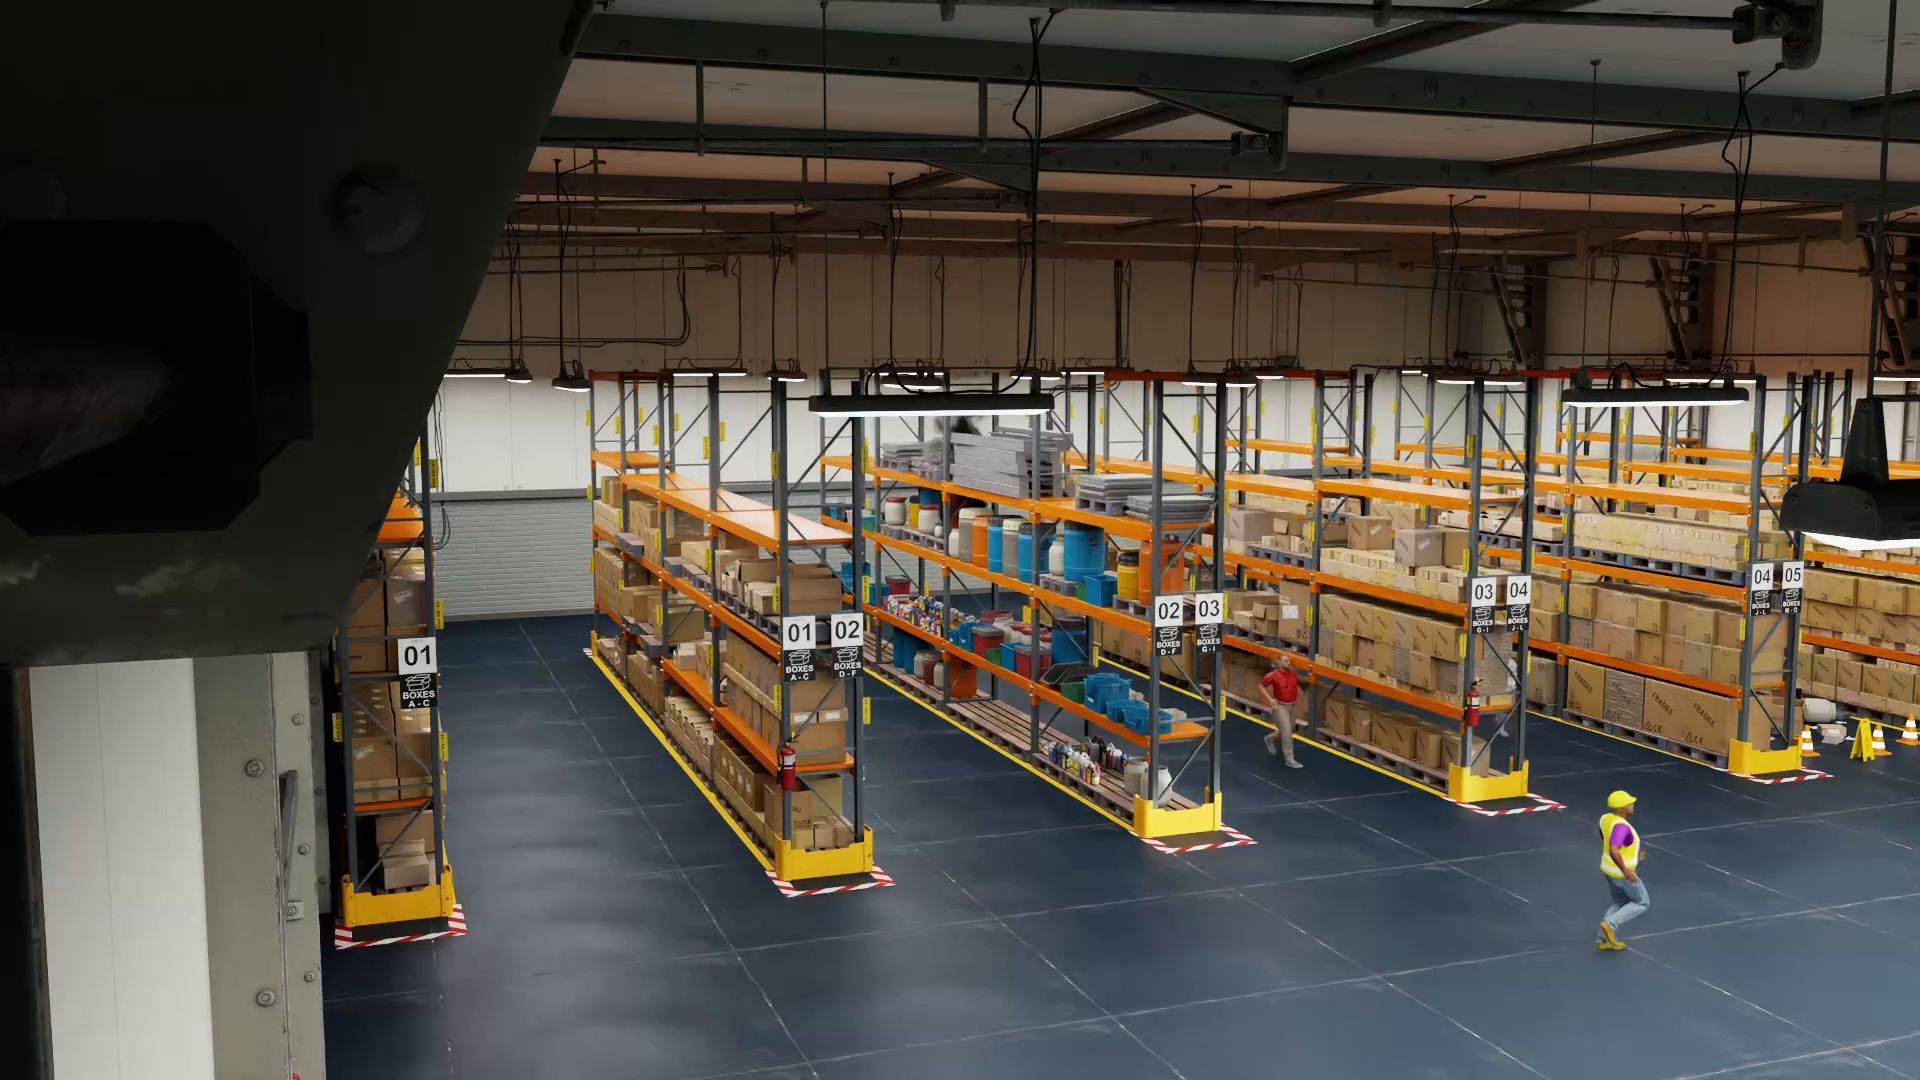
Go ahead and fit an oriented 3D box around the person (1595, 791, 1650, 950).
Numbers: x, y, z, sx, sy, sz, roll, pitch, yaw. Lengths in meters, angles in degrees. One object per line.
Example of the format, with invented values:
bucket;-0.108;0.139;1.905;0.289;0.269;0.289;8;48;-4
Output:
person;7.044;3.507;17.635;0.583;1.720;0.695;0;6;-1

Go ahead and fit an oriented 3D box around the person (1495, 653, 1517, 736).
person;9.095;2.434;27.639;0.624;1.663;0.455;-3;7;-24

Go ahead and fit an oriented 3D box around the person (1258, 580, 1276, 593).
person;7.495;0.844;41.489;0.840;1.723;0.731;6;9;44

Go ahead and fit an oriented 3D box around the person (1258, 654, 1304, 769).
person;4.989;2.606;25.696;0.672;1.700;0.953;-4;8;-33
